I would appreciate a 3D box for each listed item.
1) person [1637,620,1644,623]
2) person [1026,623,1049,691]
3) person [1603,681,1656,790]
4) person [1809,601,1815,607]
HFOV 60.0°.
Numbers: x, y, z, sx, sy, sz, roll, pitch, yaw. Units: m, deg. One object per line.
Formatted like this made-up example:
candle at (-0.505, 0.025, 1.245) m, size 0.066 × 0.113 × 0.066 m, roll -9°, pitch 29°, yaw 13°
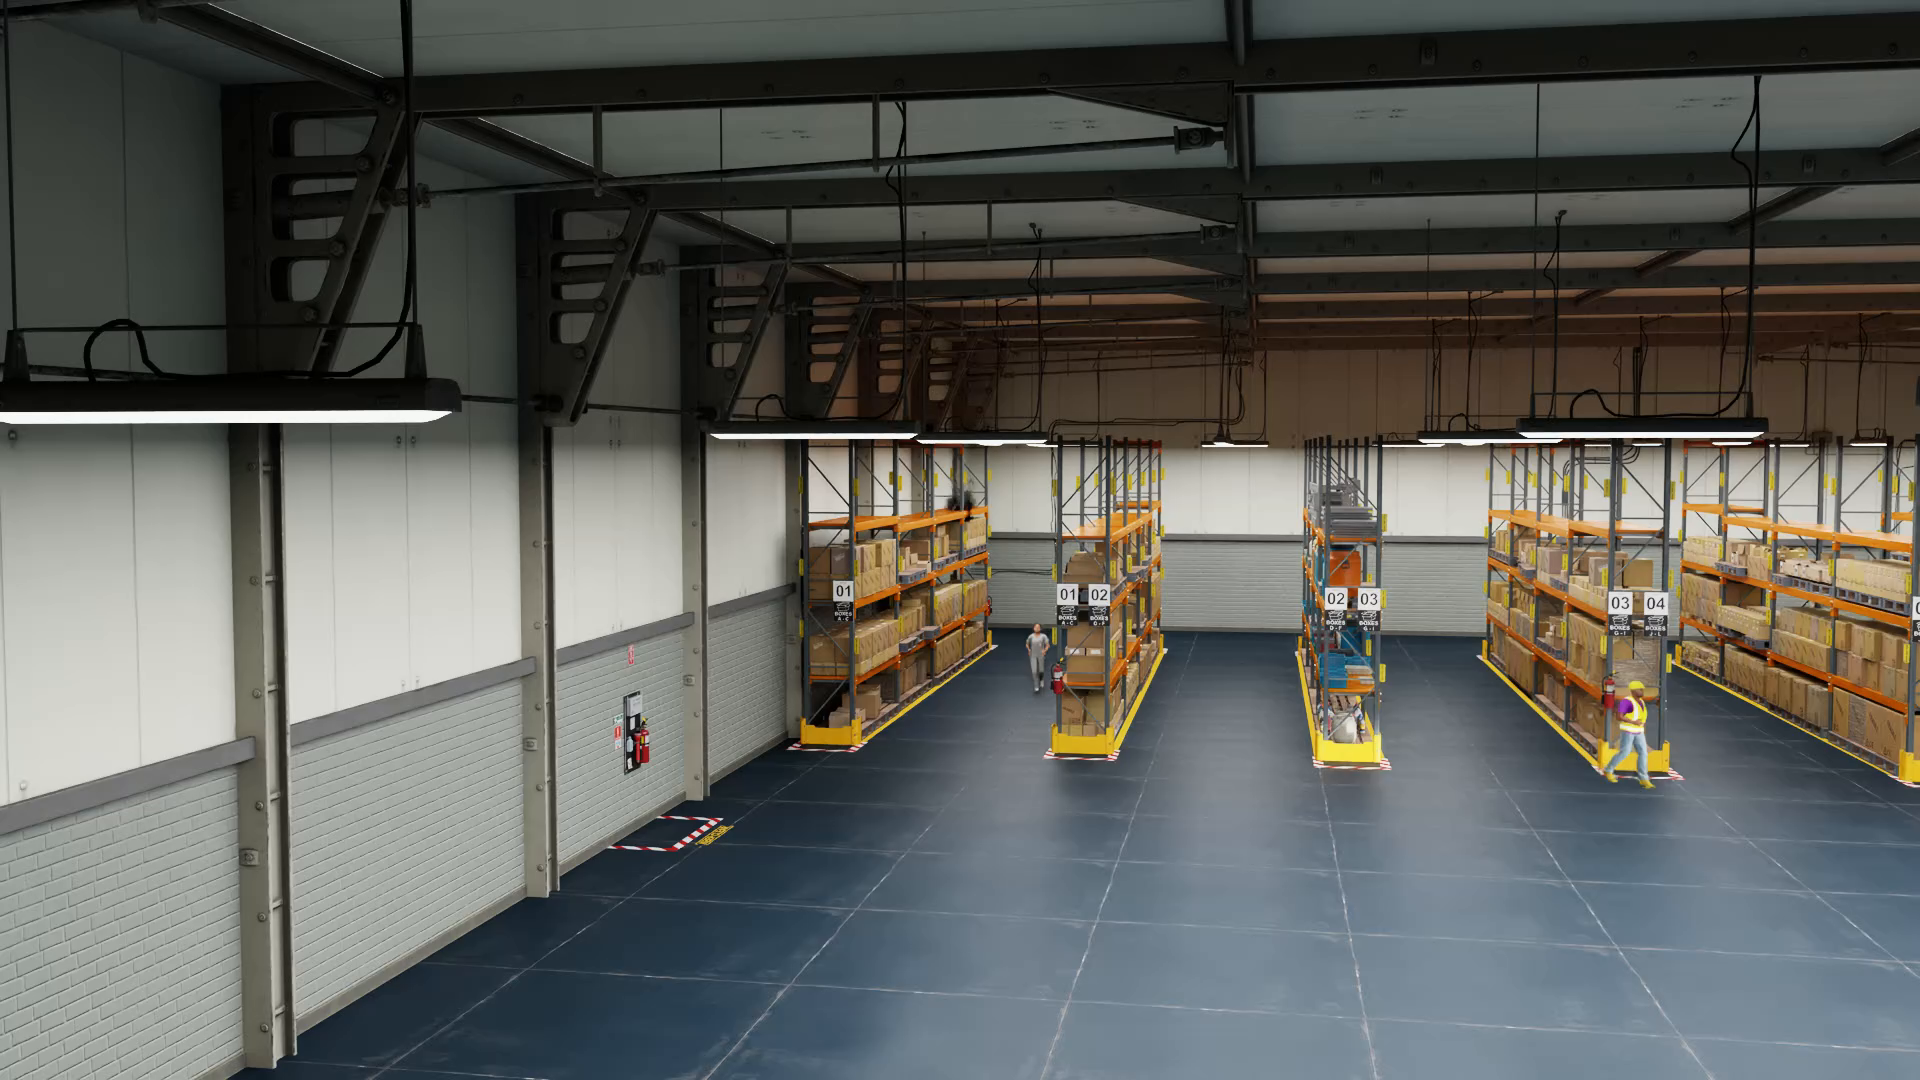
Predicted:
person at (18.039, 2.509, 44.629) m, size 0.637 × 1.662 × 0.861 m, roll 2°, pitch 4°, yaw 37°
person at (1.834, 2.774, 39.471) m, size 0.561 × 1.620 × 0.584 m, roll 0°, pitch 3°, yaw 6°
person at (11.484, 3.296, 28.371) m, size 0.738 × 1.789 × 0.906 m, roll -2°, pitch 4°, yaw -34°
person at (23.299, 2.462, 45.183) m, size 0.803 × 1.671 × 0.595 m, roll 1°, pitch 3°, yaw 13°
